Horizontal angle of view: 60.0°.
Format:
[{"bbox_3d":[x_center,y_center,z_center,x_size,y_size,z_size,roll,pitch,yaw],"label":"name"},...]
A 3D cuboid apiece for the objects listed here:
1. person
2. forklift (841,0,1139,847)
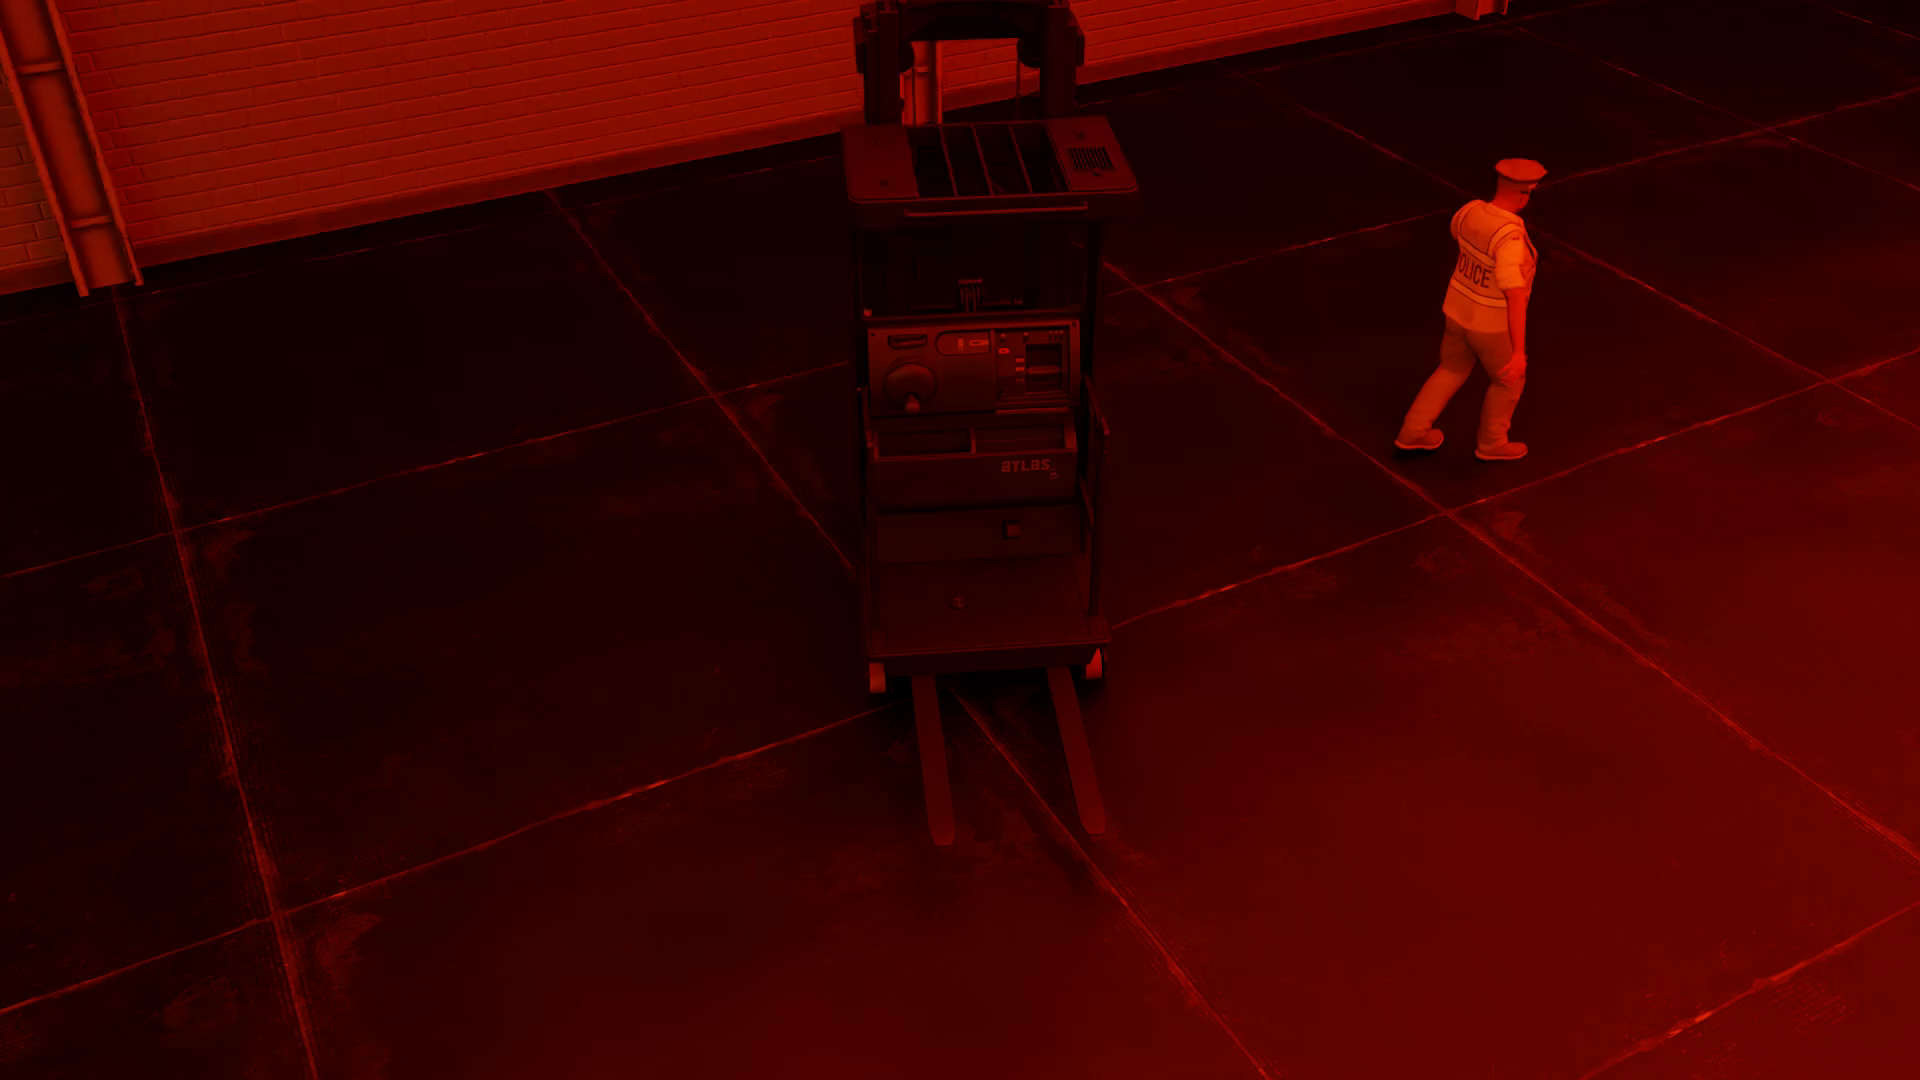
[{"bbox_3d":[2.834,-1.176,8.847,0.769,1.728,0.967,-13,37,-18],"label":"person"},{"bbox_3d":[0.087,-0.695,7.107,1.130,2.935,3.031,-3,35,-5],"label":"forklift"}]
